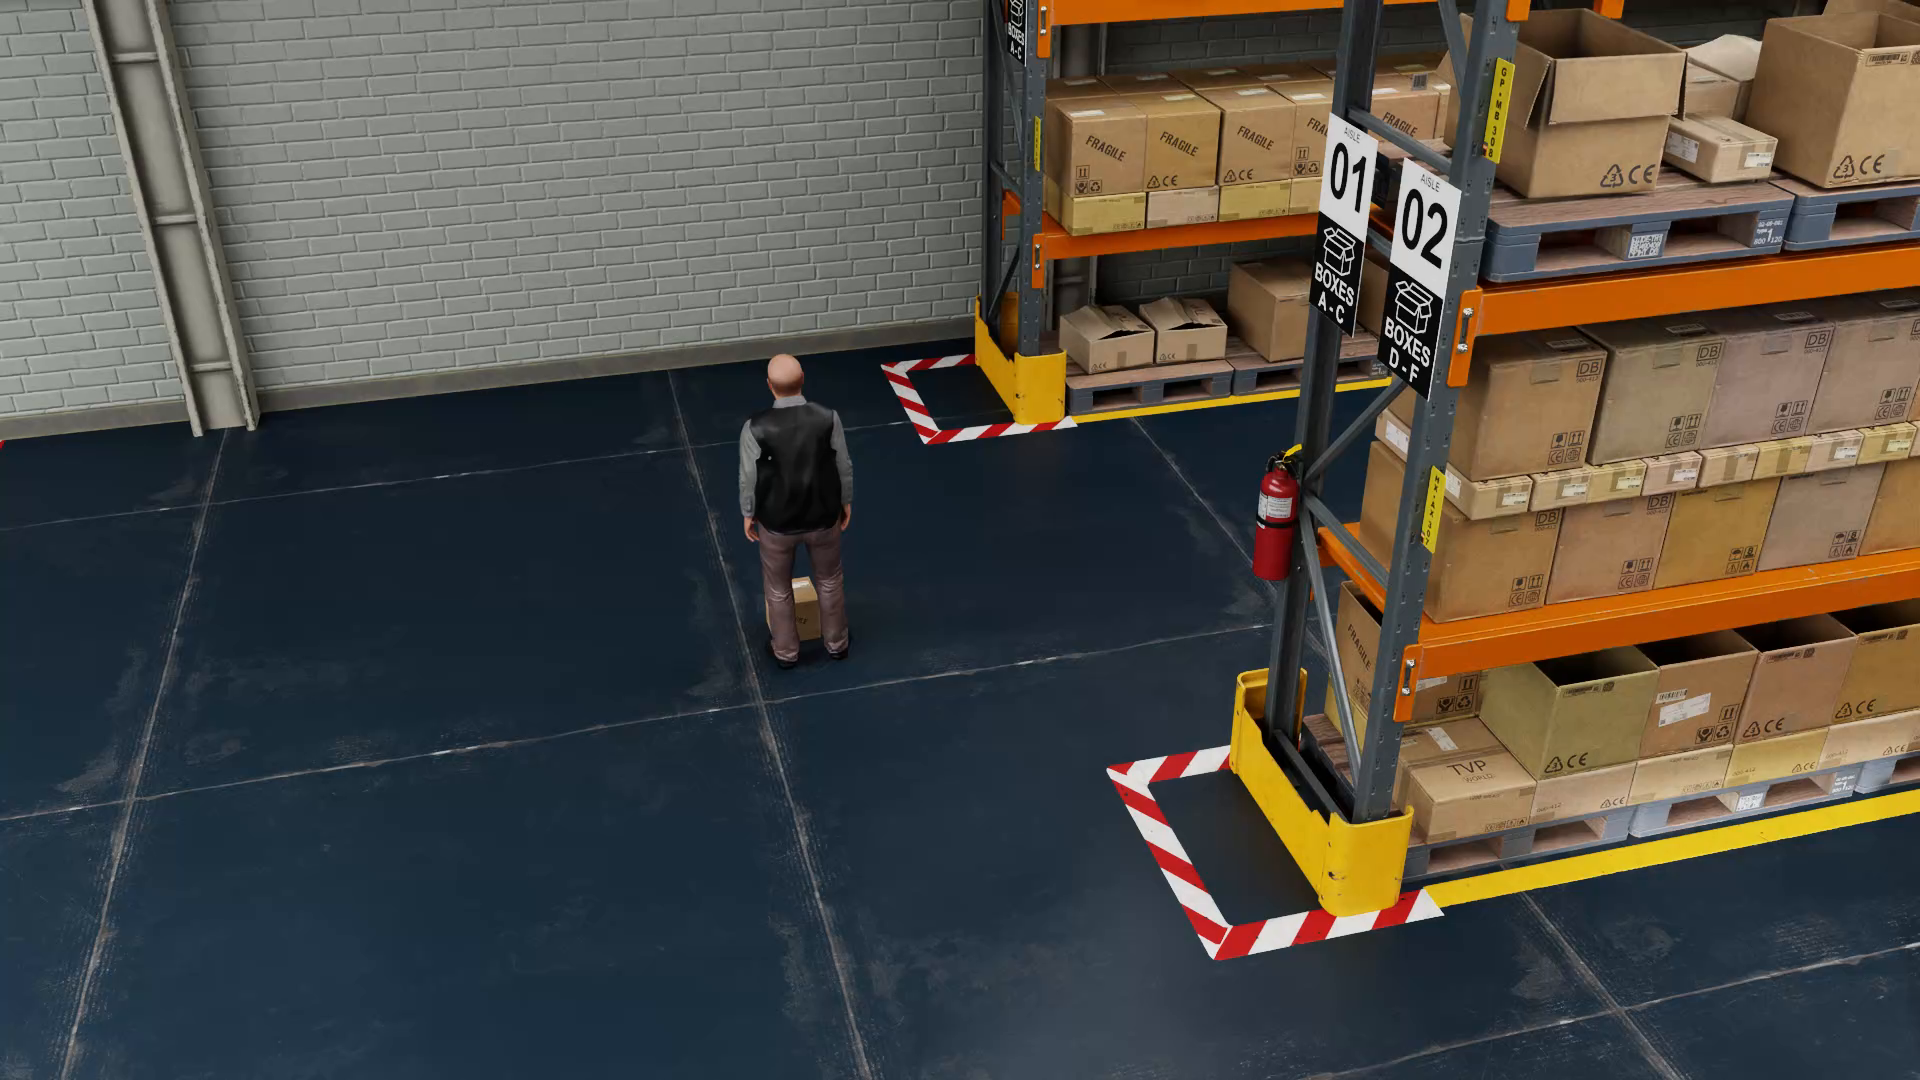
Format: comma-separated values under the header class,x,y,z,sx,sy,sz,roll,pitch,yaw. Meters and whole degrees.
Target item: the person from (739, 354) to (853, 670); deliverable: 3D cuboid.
class,x,y,z,sx,sy,sz,roll,pitch,yaw
person,-0.823,-0.117,8.468,0.580,1.720,0.421,-8,31,-13
